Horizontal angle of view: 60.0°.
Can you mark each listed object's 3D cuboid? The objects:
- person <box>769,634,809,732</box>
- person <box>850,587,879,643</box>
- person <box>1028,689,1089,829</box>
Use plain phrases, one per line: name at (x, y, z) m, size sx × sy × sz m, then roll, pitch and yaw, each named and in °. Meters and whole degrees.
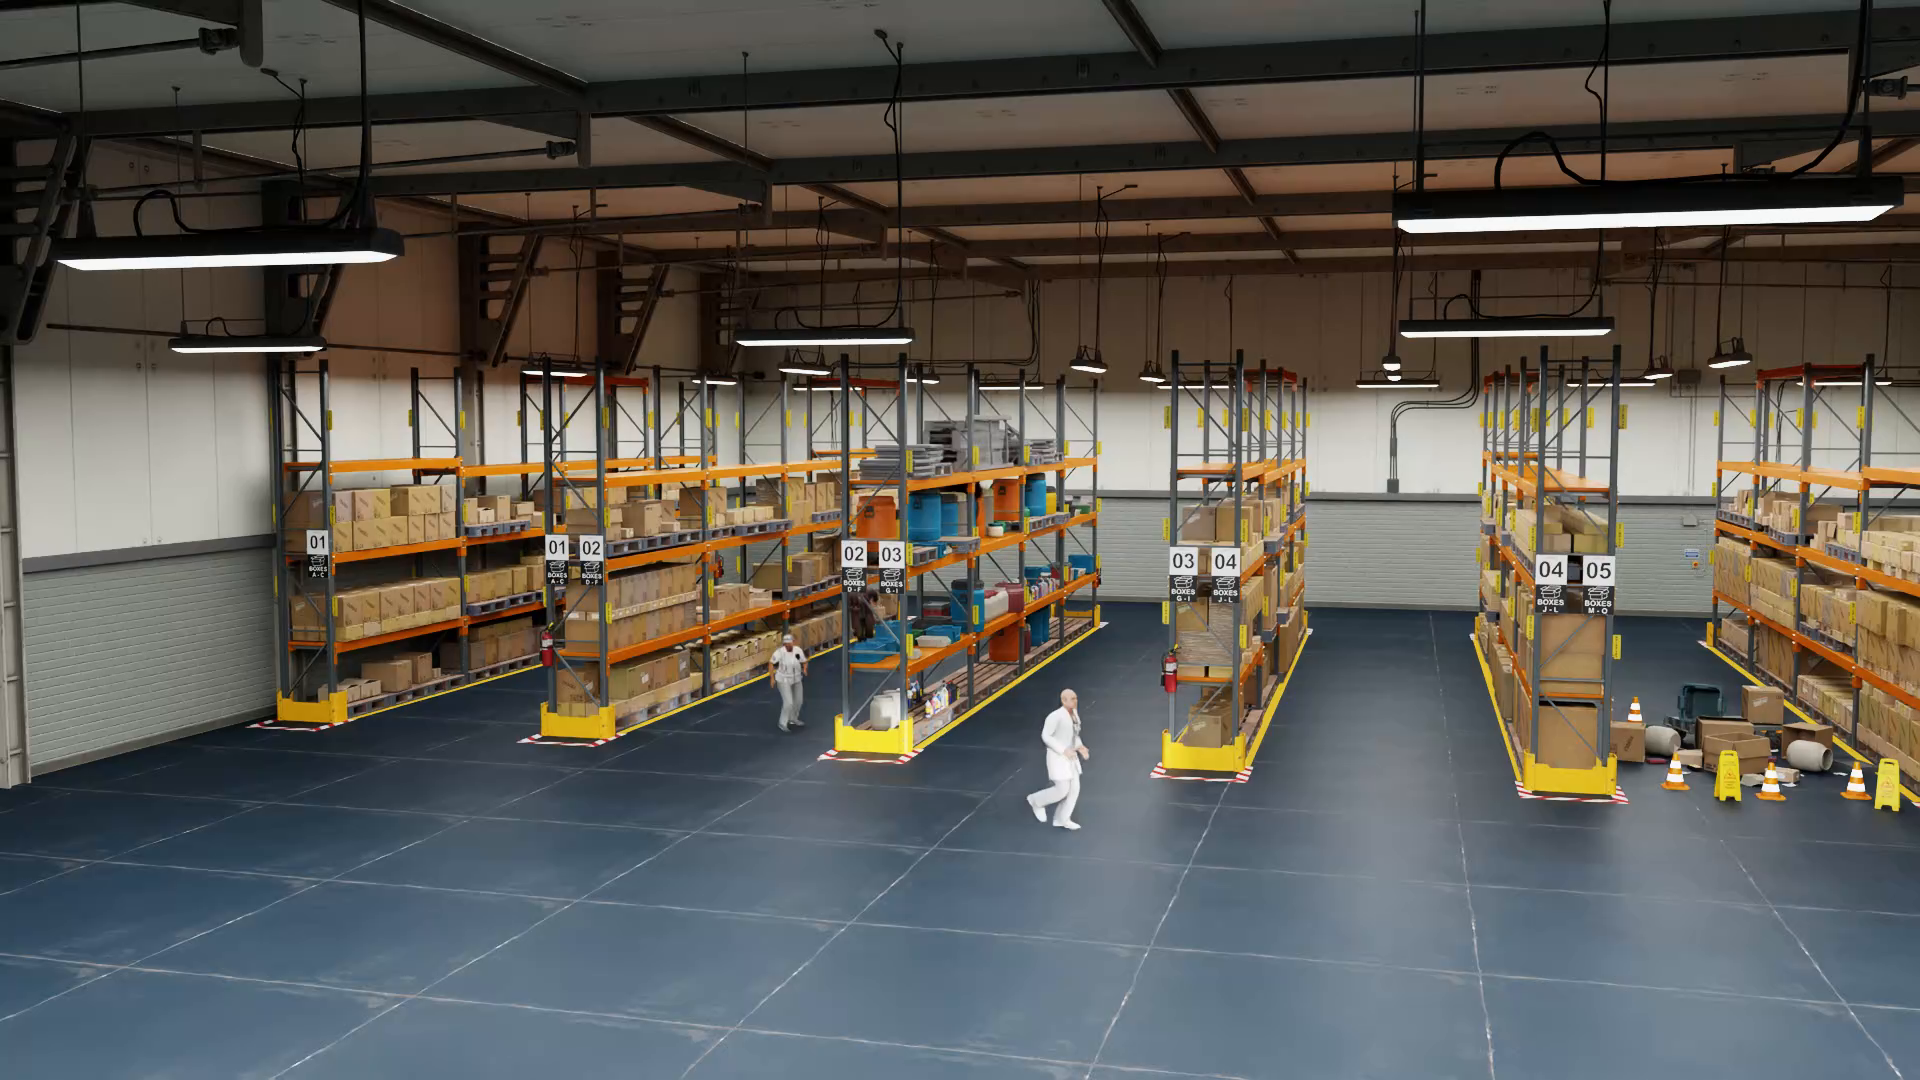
person at (-2.716, 2.313, 26.915) m, size 0.636 × 1.634 × 0.774 m, roll -3°, pitch 5°, yaw -36°
person at (-1.975, 1.612, 33.599) m, size 0.729 × 1.582 × 1.038 m, roll -1°, pitch 4°, yaw -9°
person at (1.219, 2.683, 20.454) m, size 0.684 × 1.729 × 0.713 m, roll 3°, pitch 5°, yaw 39°
